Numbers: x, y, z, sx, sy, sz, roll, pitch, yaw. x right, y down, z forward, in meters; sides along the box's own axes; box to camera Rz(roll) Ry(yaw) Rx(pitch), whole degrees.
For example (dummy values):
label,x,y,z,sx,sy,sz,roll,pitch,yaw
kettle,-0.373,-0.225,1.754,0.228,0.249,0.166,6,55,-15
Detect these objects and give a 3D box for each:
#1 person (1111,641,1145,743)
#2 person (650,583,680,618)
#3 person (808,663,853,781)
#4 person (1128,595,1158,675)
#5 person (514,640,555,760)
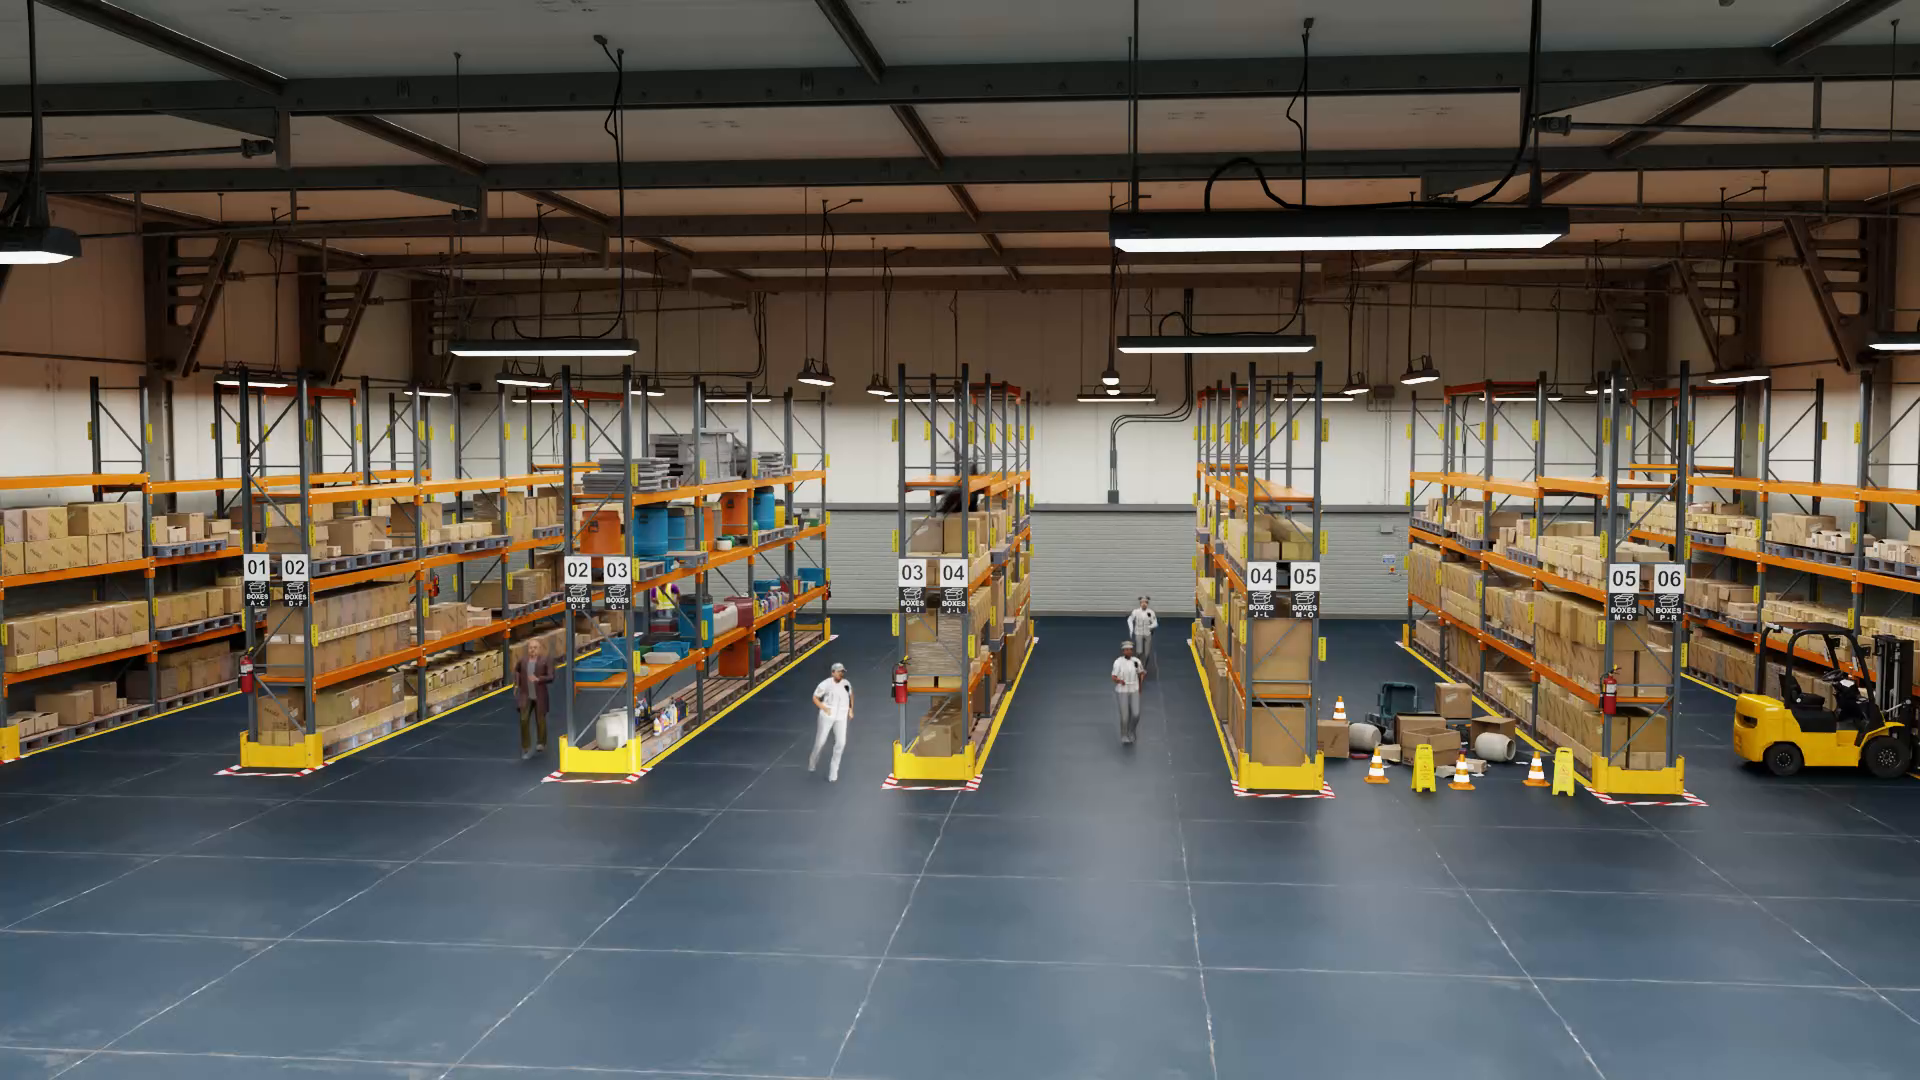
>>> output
label,x,y,z,sx,sy,sz,roll,pitch,yaw
person,2.720,2.453,26.704,0.563,1.651,0.572,0,4,-3
person,-6.921,1.626,38.931,0.663,1.746,0.676,0,4,1
person,-1.853,2.637,24.301,0.694,1.695,0.734,-1,4,-19
person,3.760,1.966,34.138,0.593,1.660,0.616,0,4,2
person,-6.588,2.470,25.701,0.667,1.843,0.798,0,4,-5
